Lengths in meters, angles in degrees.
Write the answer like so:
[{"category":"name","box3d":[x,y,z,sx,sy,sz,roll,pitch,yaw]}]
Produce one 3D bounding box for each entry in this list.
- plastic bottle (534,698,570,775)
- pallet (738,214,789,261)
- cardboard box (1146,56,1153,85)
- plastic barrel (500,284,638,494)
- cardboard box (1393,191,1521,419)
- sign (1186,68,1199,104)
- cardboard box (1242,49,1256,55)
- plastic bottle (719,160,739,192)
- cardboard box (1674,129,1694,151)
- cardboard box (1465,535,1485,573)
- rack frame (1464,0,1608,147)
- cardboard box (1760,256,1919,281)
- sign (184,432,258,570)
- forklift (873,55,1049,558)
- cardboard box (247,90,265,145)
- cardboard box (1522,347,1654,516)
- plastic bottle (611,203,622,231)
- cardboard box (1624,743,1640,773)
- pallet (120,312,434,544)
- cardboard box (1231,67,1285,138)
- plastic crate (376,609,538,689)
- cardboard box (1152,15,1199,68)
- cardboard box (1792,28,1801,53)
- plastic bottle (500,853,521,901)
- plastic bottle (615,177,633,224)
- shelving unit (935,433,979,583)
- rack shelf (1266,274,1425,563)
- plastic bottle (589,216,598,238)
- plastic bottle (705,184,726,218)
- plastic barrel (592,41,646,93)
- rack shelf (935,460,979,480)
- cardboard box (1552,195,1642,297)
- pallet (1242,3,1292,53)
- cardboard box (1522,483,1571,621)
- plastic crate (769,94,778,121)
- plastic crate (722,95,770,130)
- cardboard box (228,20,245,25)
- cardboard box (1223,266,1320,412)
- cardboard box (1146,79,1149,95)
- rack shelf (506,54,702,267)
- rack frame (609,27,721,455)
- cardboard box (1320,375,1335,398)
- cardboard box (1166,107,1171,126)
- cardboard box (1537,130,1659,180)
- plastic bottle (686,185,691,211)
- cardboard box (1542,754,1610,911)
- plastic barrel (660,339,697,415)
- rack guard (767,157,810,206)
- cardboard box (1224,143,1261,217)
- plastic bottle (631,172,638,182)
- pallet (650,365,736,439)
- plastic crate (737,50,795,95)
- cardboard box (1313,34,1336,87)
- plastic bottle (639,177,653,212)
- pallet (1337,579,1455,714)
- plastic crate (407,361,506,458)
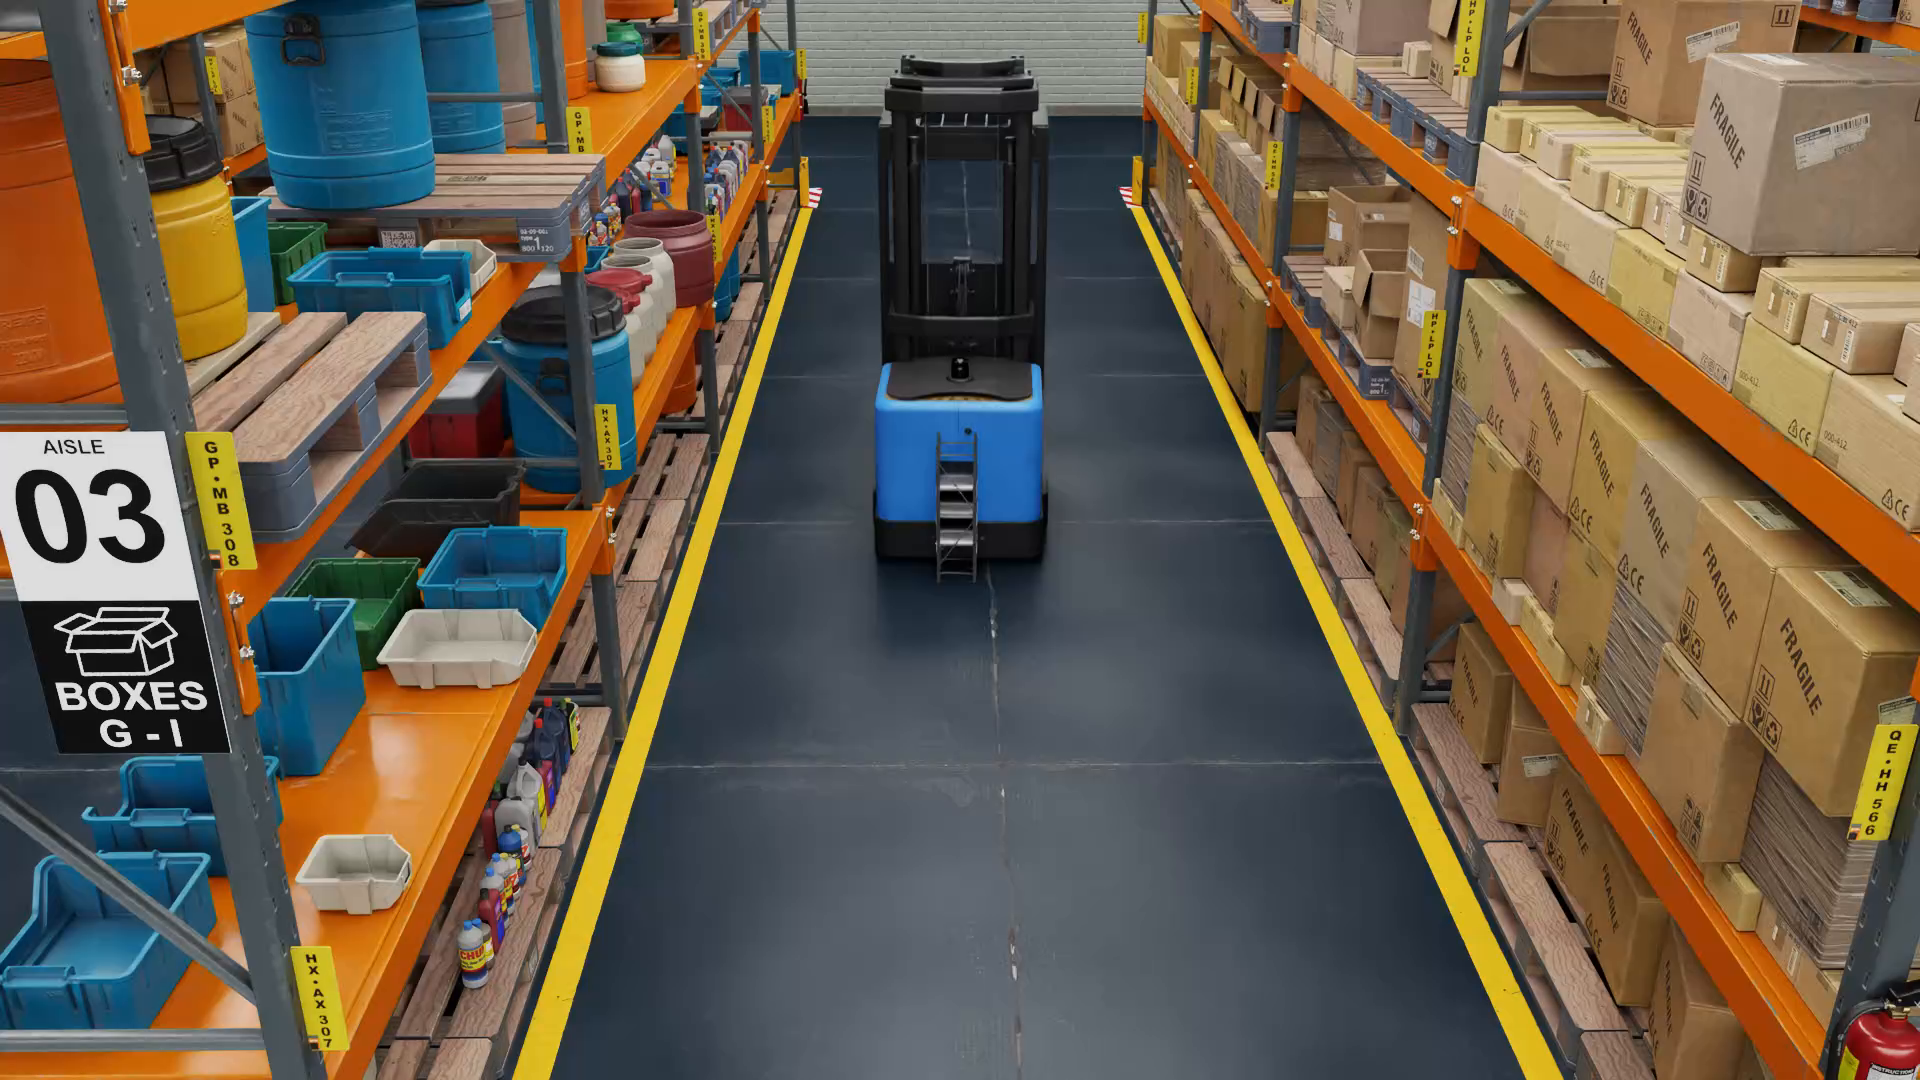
[{"category":"plastic bottle","box3d":[-1.916,0.910,7.778,0.144,0.351,0.185,-1,24,-2]},{"category":"pallet","box3d":[-2.362,-3.193,17.553,1.003,0.211,1.213,0,24,-1]},{"category":"cardboard box","box3d":[2.346,-5.195,18.418,0.500,0.250,0.500,-1,24,-2]},{"category":"plastic barrel","box3d":[-1.913,-0.749,8.158,0.600,0.901,0.708,0,24,-1]},{"category":"cardboard box","box3d":[2.873,-1.175,8.471,1.000,1.000,1.000,0,24,0]},{"category":"sign","box3d":[2.099,-4.106,15.043,0.100,0.325,0.005,0,24,-1]},{"category":"cardboard box","box3d":[2.905,-4.286,15.498,0.500,0.500,0.500,0,24,-1]},{"category":"plastic bottle","box3d":[-1.962,-3.081,14.072,0.152,0.276,0.135,0,24,-1]},{"category":"cardboard box","box3d":[3.035,-1.516,6.521,0.380,0.149,0.250,-1,24,-3]},{"category":"cardboard box","box3d":[2.463,0.028,7.353,0.380,0.149,0.250,0,24,-1]},{"category":"rack frame","box3d":[2.741,-3.116,6.719,1.000,3.000,0.127,0,24,-1]},{"category":"cardboard box","box3d":[2.567,-0.753,4.833,0.380,0.149,0.250,0,24,0]},{"category":"sign","box3d":[-1.618,-0.083,3.643,0.100,0.325,0.005,0,24,-1]},{"category":"forklift","box3d":[0.027,-1.786,11.142,1.130,2.935,3.031,1,24,1]},{"category":"cardboard box","box3d":[-6.994,-4.104,16.062,0.500,0.500,0.500,0,24,0]},{"category":"cardboard box","box3d":[2.504,-0.420,6.344,0.500,0.500,0.500,0,24,-1]},{"category":"plastic bottle","box3d":[-2.679,-2.506,12.892,0.097,0.201,0.097,0,24,0]},{"category":"cardboard box","box3d":[2.545,0.749,5.759,0.380,0.149,0.250,0,24,-1]},{"category":"pallet","box3d":[-2.079,-0.334,4.437,1.003,0.211,1.213,0,24,-1]},{"category":"cardboard box","box3d":[2.665,-3.635,13.810,0.797,0.503,0.637,0,24,0]},{"category":"plastic crate","box3d":[-1.940,0.428,6.484,0.530,0.136,0.437,0,24,-1]},{"category":"cardboard box","box3d":[2.351,-5.331,17.808,0.500,0.500,0.500,-1,24,-2]},{"category":"cardboard box","box3d":[7.339,-4.489,15.339,0.500,0.500,0.500,-1,24,-2]},{"category":"plastic bottle","box3d":[-1.882,1.391,6.896,0.097,0.201,0.097,0,24,0]},{"category":"plastic bottle","box3d":[-2.659,-2.687,13.112,0.144,0.351,0.185,0,24,-1]},{"category":"shelving unit","box3d":[-0.019,-0.191,10.080,0.258,0.900,0.210,1,24,1]},{"category":"rack shelf","box3d":[2.720,-0.879,9.926,1.077,0.370,4.000,0,24,-1]},{"category":"plastic bottle","box3d":[-2.688,-2.215,12.149,0.061,0.283,0.133,0,24,-1]},{"category":"plastic bottle","box3d":[-1.952,-2.703,13.237,0.152,0.276,0.135,0,24,-1]},{"category":"plastic barrel","box3d":[-2.008,-2.789,9.805,0.301,0.262,0.301,0,24,0]},{"category":"rack shelf","box3d":[-0.019,-0.406,9.982,0.258,0.077,0.200,1,24,1]},{"category":"cardboard box","box3d":[2.496,-1.071,6.021,0.500,0.250,0.500,-1,24,-3]},{"category":"pallet","box3d":[2.638,-3.576,11.607,1.213,0.211,1.003,1,24,2]},{"category":"cardboard box","box3d":[2.761,0.034,6.552,0.875,0.500,0.500,0,24,-1]},{"category":"plastic crate","box3d":[-2.063,-4.411,16.993,0.416,0.233,0.300,0,24,-1]},{"category":"plastic crate","box3d":[-2.131,-4.260,16.600,0.437,0.282,0.530,0,24,-1]},{"category":"cardboard box","box3d":[-6.993,-4.970,16.764,0.500,0.500,0.500,0,24,1]},{"category":"cardboard box","box3d":[2.711,-1.538,12.580,1.225,0.875,0.875,-1,24,-3]},{"category":"cardboard box","box3d":[2.284,-5.065,18.614,0.380,0.149,0.250,0,24,0]},{"category":"rack shelf","box3d":[-2.233,-2.223,9.258,1.077,0.370,4.000,0,24,-1]},{"category":"rack frame","box3d":[-2.255,-2.008,11.551,1.000,3.000,0.127,0,24,-1]},{"category":"cardboard box","box3d":[2.735,-1.158,11.260,0.500,0.250,0.500,1,24,2]},{"category":"cardboard box","box3d":[2.307,-4.323,16.973,0.380,0.149,0.250,0,24,0]},{"category":"cardboard box","box3d":[2.489,-1.505,6.497,0.380,0.149,0.250,0,24,0]},{"category":"plastic bottle","box3d":[-2.100,-2.747,13.243,0.144,0.351,0.185,0,24,-1]},{"category":"cardboard box","box3d":[2.805,1.222,6.933,0.500,0.500,0.500,-2,24,-5]},{"category":"plastic barrel","box3d":[-2.277,-1.412,12.357,0.600,0.830,0.708,0,24,-1]},{"category":"rack guard","box3d":[-2.355,-4.176,19.376,1.175,0.500,0.348,0,24,-1]},{"category":"cardboard box","box3d":[2.431,-2.907,13.417,0.500,0.500,0.500,0,24,0]},{"category":"plastic bottle","box3d":[-2.688,-2.881,13.635,0.097,0.271,0.097,0,24,0]},{"category":"pallet","box3d":[-2.305,-1.063,12.843,1.003,0.211,1.213,0,24,-1]},{"category":"plastic crate","box3d":[-2.152,-5.211,18.516,0.616,0.435,0.499,0,24,-1]},{"category":"cardboard box","box3d":[2.453,-2.923,10.114,0.500,0.250,0.500,0,24,1]},{"category":"plastic bottle","box3d":[-2.542,-2.801,13.459,0.097,0.271,0.097,0,24,0]},{"category":"pallet","box3d":[2.731,0.567,9.239,1.003,0.211,1.213,0,24,-1]},{"category":"plastic crate","box3d":[-2.523,-0.587,8.331,0.402,0.464,0.583,0,24,-1]}]
